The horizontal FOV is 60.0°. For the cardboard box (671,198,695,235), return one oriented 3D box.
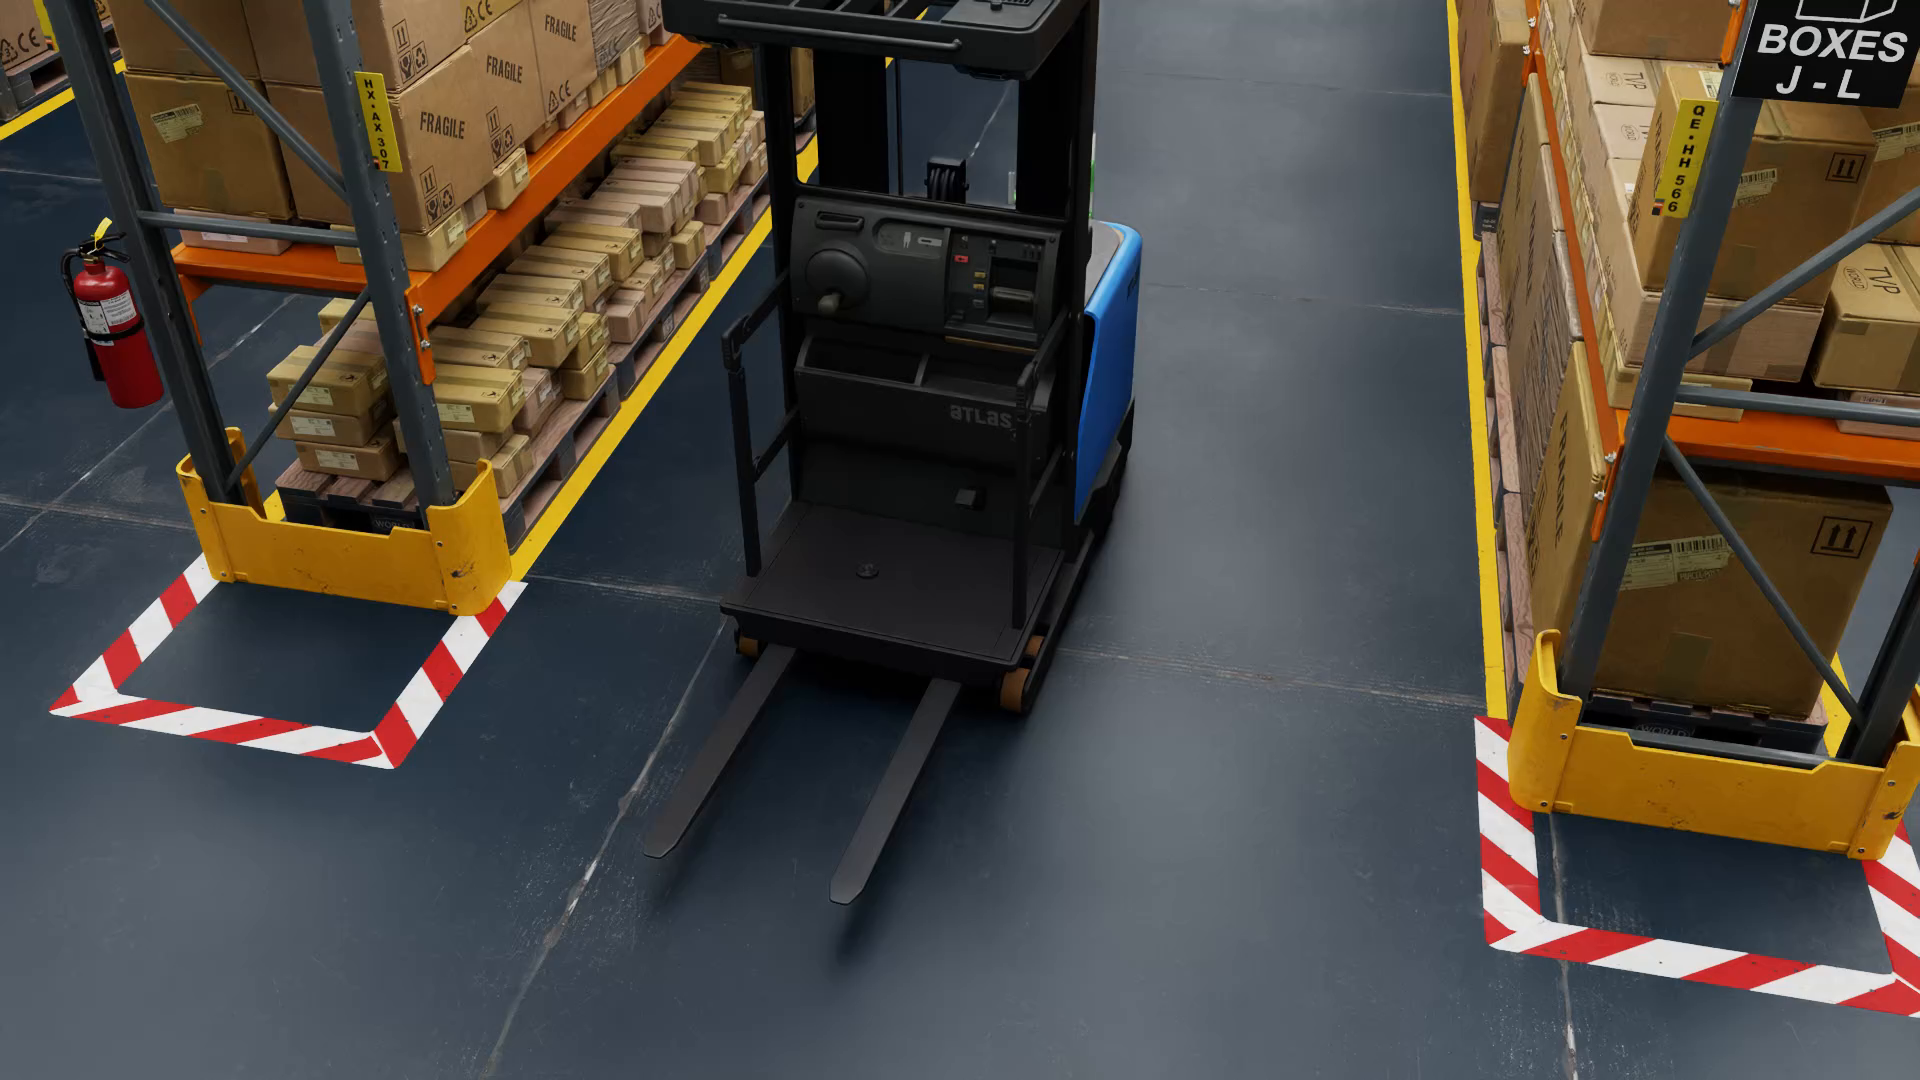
[{"bbox_3d":[-1.553,-1.660,8.302,0.380,0.149,0.250,8,37,11],"label":"cardboard box"}]

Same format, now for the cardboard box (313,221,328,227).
[{"bbox_3d":[-2.497,-1.302,6.204,0.380,0.149,0.250,7,37,10],"label":"cardboard box"}]

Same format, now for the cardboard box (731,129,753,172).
[{"bbox_3d":[-1.328,-2.096,8.904,0.380,0.149,0.250,6,36,8],"label":"cardboard box"}]

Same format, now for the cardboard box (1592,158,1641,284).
[{"bbox_3d":[2.397,-1.025,5.483,0.500,0.250,0.500,7,36,9],"label":"cardboard box"}]

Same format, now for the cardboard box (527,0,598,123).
[{"bbox_3d":[-1.808,-2.016,6.637,0.500,0.500,0.500,8,37,11],"label":"cardboard box"}]

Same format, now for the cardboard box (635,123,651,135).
[{"bbox_3d":[-1.882,-2.149,8.977,0.380,0.149,0.250,8,37,10],"label":"cardboard box"}]

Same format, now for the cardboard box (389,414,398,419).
[{"bbox_3d":[-2.516,-0.547,7.020,0.380,0.149,0.250,8,37,11],"label":"cardboard box"}]

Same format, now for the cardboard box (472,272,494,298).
[{"bbox_3d":[-2.339,-1.115,7.550,0.380,0.149,0.250,8,37,11],"label":"cardboard box"}]

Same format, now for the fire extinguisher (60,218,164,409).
[{"bbox_3d":[-2.885,-0.775,5.646,0.296,0.674,0.183,7,37,10],"label":"fire extinguisher"}]

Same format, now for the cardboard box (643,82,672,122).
[{"bbox_3d":[-1.802,-2.422,9.100,0.380,0.149,0.250,9,37,12],"label":"cardboard box"}]

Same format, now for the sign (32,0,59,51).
[{"bbox_3d":[-2.918,-1.721,5.313,0.100,0.325,0.005,7,37,10],"label":"sign"}]

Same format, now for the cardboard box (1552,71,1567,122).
[{"bbox_3d":[2.689,-1.828,6.930,0.380,0.149,0.250,7,36,9],"label":"cardboard box"}]

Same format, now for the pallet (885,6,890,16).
[{"bbox_3d":[-1.103,-3.356,11.200,1.003,0.211,1.213,7,37,10],"label":"pallet"}]

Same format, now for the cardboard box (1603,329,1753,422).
[{"bbox_3d":[2.198,-0.508,5.108,0.380,0.149,0.250,8,37,11],"label":"cardboard box"}]

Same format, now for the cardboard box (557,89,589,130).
[{"bbox_3d":[-1.784,-1.841,6.948,0.380,0.149,0.250,7,36,9],"label":"cardboard box"}]

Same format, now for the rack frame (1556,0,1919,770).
[{"bbox_3d":[2.444,-0.364,4.696,1.000,3.000,0.127,7,37,10],"label":"rack frame"}]

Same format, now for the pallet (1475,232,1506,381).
[{"bbox_3d":[3.059,-1.102,8.090,1.003,0.211,1.213,7,37,10],"label":"pallet"}]

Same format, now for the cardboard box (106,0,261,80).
[{"bbox_3d":[-2.526,-1.903,5.629,0.500,0.500,0.500,7,36,9],"label":"cardboard box"}]

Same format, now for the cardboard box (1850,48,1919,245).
[{"bbox_3d":[2.917,-1.255,5.161,0.500,0.500,0.500,6,36,9],"label":"cardboard box"}]

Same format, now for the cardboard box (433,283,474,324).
[{"bbox_3d":[-2.357,-1.077,7.245,0.380,0.149,0.250,6,36,8],"label":"cardboard box"}]

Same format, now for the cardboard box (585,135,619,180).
[{"bbox_3d":[-1.958,-1.968,8.473,0.380,0.149,0.250,6,36,9],"label":"cardboard box"}]

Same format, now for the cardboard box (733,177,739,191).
[{"bbox_3d":[-1.414,-1.946,8.951,0.380,0.149,0.250,8,37,11],"label":"cardboard box"}]

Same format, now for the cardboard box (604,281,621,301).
[{"bbox_3d":[-1.796,-1.207,7.678,0.380,0.149,0.250,9,37,12],"label":"cardboard box"}]

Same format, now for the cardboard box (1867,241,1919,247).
[{"bbox_3d":[2.914,-0.964,5.398,0.500,0.250,0.500,7,37,9],"label":"cardboard box"}]

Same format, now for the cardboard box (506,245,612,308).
[{"bbox_3d":[-1.776,-1.170,7.372,0.380,0.149,0.250,9,37,12],"label":"cardboard box"}]

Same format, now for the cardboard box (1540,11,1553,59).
[{"bbox_3d":[2.854,-2.277,7.549,0.380,0.149,0.250,6,36,8],"label":"cardboard box"}]

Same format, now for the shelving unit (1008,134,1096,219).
[{"bbox_3d":[0.390,-1.128,7.284,0.258,1.200,0.503,11,37,14],"label":"shelving unit"}]

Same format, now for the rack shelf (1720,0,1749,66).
[{"bbox_3d":[2.871,-2.434,5.609,1.077,0.370,4.000,7,37,10],"label":"rack shelf"}]

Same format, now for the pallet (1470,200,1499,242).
[{"bbox_3d":[3.389,-1.980,9.302,1.003,0.211,1.213,7,37,10],"label":"pallet"}]

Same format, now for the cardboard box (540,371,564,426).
[{"bbox_3d":[-1.933,-0.623,7.125,0.380,0.149,0.250,8,37,10],"label":"cardboard box"}]

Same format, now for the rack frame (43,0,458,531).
[{"bbox_3d":[-2.380,-1.043,5.634,1.000,3.000,0.127,7,37,10],"label":"rack frame"}]

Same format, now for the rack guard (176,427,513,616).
[{"bbox_3d":[-2.364,-0.075,6.427,1.175,0.500,0.348,7,37,10],"label":"rack guard"}]

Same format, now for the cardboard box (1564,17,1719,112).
[{"bbox_3d":[2.725,-1.898,6.687,0.500,0.250,0.500,8,37,11],"label":"cardboard box"}]

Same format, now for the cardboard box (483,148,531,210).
[{"bbox_3d":[-1.867,-1.385,6.319,0.380,0.149,0.250,6,36,9],"label":"cardboard box"}]

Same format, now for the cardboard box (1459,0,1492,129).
[{"bbox_3d":[3.605,-2.849,9.577,1.225,0.875,0.875,6,36,8],"label":"cardboard box"}]

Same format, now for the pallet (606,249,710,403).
[{"bbox_3d":[-1.893,-1.117,8.111,1.003,0.211,1.213,7,37,10],"label":"pallet"}]

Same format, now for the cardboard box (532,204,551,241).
[{"bbox_3d":[-2.161,-1.529,7.868,0.380,0.149,0.250,7,37,10],"label":"cardboard box"}]

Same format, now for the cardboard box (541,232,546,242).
[{"bbox_3d":[-2.157,-1.559,8.163,0.380,0.149,0.250,7,37,10],"label":"cardboard box"}]

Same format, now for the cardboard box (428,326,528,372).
[{"bbox_3d":[-1.995,-0.731,6.767,0.380,0.149,0.250,8,37,11],"label":"cardboard box"}]

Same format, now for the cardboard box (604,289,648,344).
[{"bbox_3d":[-1.672,-1.046,7.709,0.380,0.149,0.250,6,36,8],"label":"cardboard box"}]

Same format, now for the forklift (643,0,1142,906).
[{"bbox_3d":[-0.189,-0.839,5.410,1.130,2.935,3.031,11,37,14],"label":"forklift"}]

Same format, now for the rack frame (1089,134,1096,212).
[{"bbox_3d":[0.464,-1.265,7.473,0.240,1.200,0.015,11,37,14],"label":"rack frame"}]

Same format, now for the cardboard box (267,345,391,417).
[{"bbox_3d":[-2.515,-0.635,6.635,0.380,0.149,0.250,8,37,11],"label":"cardboard box"}]

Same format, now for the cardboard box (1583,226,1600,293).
[{"bbox_3d":[2.361,-0.944,5.711,0.380,0.149,0.250,8,37,11],"label":"cardboard box"}]

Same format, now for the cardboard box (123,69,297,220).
[{"bbox_3d":[-2.536,-1.494,5.917,0.500,0.500,0.500,8,37,11],"label":"cardboard box"}]

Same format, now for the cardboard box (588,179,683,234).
[{"bbox_3d":[-1.554,-1.600,7.966,0.380,0.149,0.250,6,36,8],"label":"cardboard box"}]

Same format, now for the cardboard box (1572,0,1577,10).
[{"bbox_3d":[2.833,-2.496,6.874,0.500,0.500,0.500,7,37,10],"label":"cardboard box"}]

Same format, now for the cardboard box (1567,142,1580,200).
[{"bbox_3d":[2.525,-1.384,6.317,0.380,0.149,0.250,8,37,11],"label":"cardboard box"}]

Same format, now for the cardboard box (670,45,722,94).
[{"bbox_3d":[-1.614,-2.950,10.037,0.500,0.500,0.500,7,36,9],"label":"cardboard box"}]

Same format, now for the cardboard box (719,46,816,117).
[{"bbox_3d":[-1.109,-2.885,9.947,0.500,0.500,0.500,9,37,12],"label":"cardboard box"}]

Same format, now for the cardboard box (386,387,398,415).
[{"bbox_3d":[-2.438,-0.661,6.924,0.380,0.149,0.250,6,36,9],"label":"cardboard box"}]

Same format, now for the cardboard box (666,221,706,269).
[{"bbox_3d":[-1.498,-1.491,8.323,0.380,0.149,0.250,7,37,10],"label":"cardboard box"}]

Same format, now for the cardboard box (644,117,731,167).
[{"bbox_3d":[-1.410,-2.062,8.603,0.380,0.149,0.250,7,37,10],"label":"cardboard box"}]

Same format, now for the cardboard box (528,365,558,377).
[{"bbox_3d":[-1.938,-0.749,7.046,0.380,0.149,0.250,8,37,11],"label":"cardboard box"}]

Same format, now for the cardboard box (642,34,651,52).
[{"bbox_3d":[-1.637,-2.291,7.570,0.380,0.149,0.250,7,36,9],"label":"cardboard box"}]

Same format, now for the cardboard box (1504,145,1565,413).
[{"bbox_3d":[2.887,-1.082,7.140,0.875,0.875,0.875,7,37,10],"label":"cardboard box"}]
